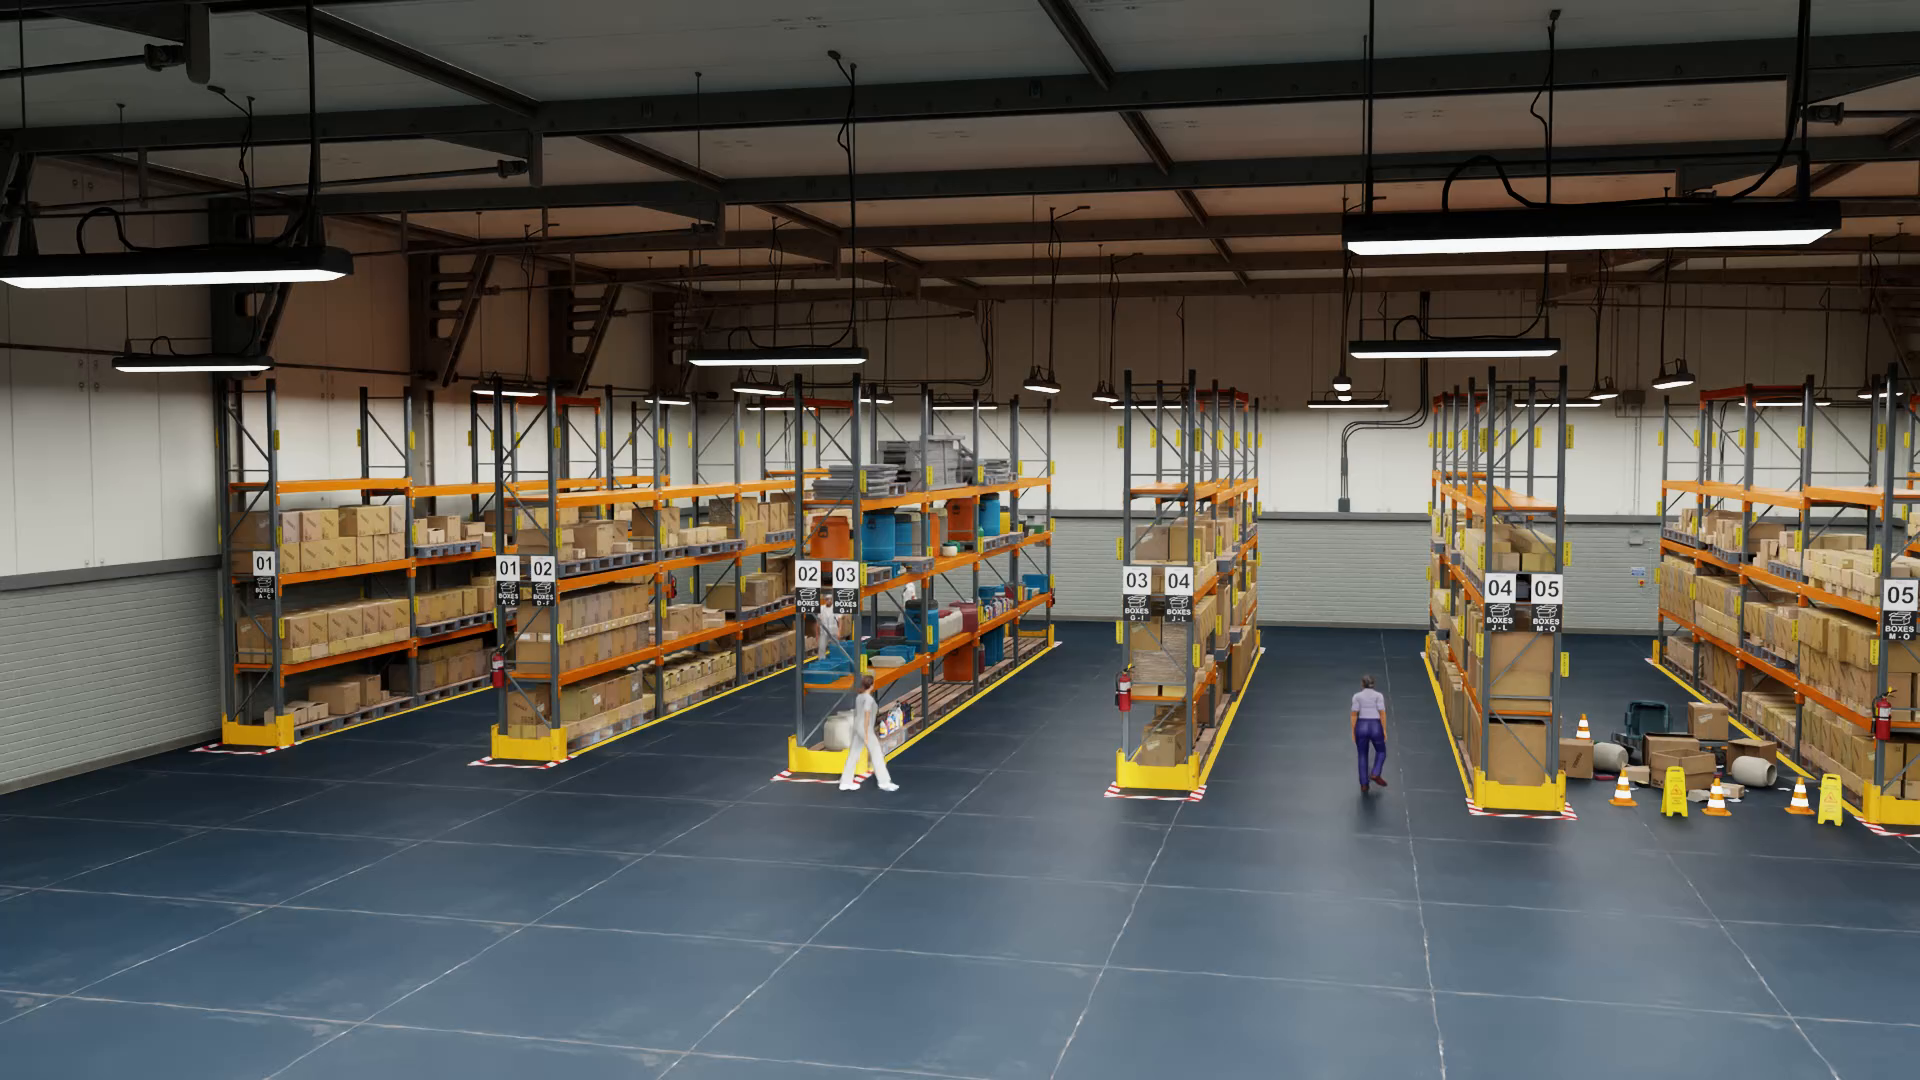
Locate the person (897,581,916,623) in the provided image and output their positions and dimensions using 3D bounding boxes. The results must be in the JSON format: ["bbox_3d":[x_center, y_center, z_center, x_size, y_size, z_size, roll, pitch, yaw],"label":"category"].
[{"bbox_3d":[-1.334,1.670,42.263,1.073,1.583,0.458,1,3,9],"label":"person"}]

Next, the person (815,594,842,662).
[{"bbox_3d":[-2.831,1.978,35.618,0.611,1.709,1.062,0,3,5],"label":"person"}]

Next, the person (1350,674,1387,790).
[{"bbox_3d":[5.859,2.751,23.803,0.530,1.634,0.462,1,4,22],"label":"person"}]

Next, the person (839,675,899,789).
[{"bbox_3d":[-1.323,2.750,23.769,0.854,1.645,0.498,-2,4,-25],"label":"person"}]
